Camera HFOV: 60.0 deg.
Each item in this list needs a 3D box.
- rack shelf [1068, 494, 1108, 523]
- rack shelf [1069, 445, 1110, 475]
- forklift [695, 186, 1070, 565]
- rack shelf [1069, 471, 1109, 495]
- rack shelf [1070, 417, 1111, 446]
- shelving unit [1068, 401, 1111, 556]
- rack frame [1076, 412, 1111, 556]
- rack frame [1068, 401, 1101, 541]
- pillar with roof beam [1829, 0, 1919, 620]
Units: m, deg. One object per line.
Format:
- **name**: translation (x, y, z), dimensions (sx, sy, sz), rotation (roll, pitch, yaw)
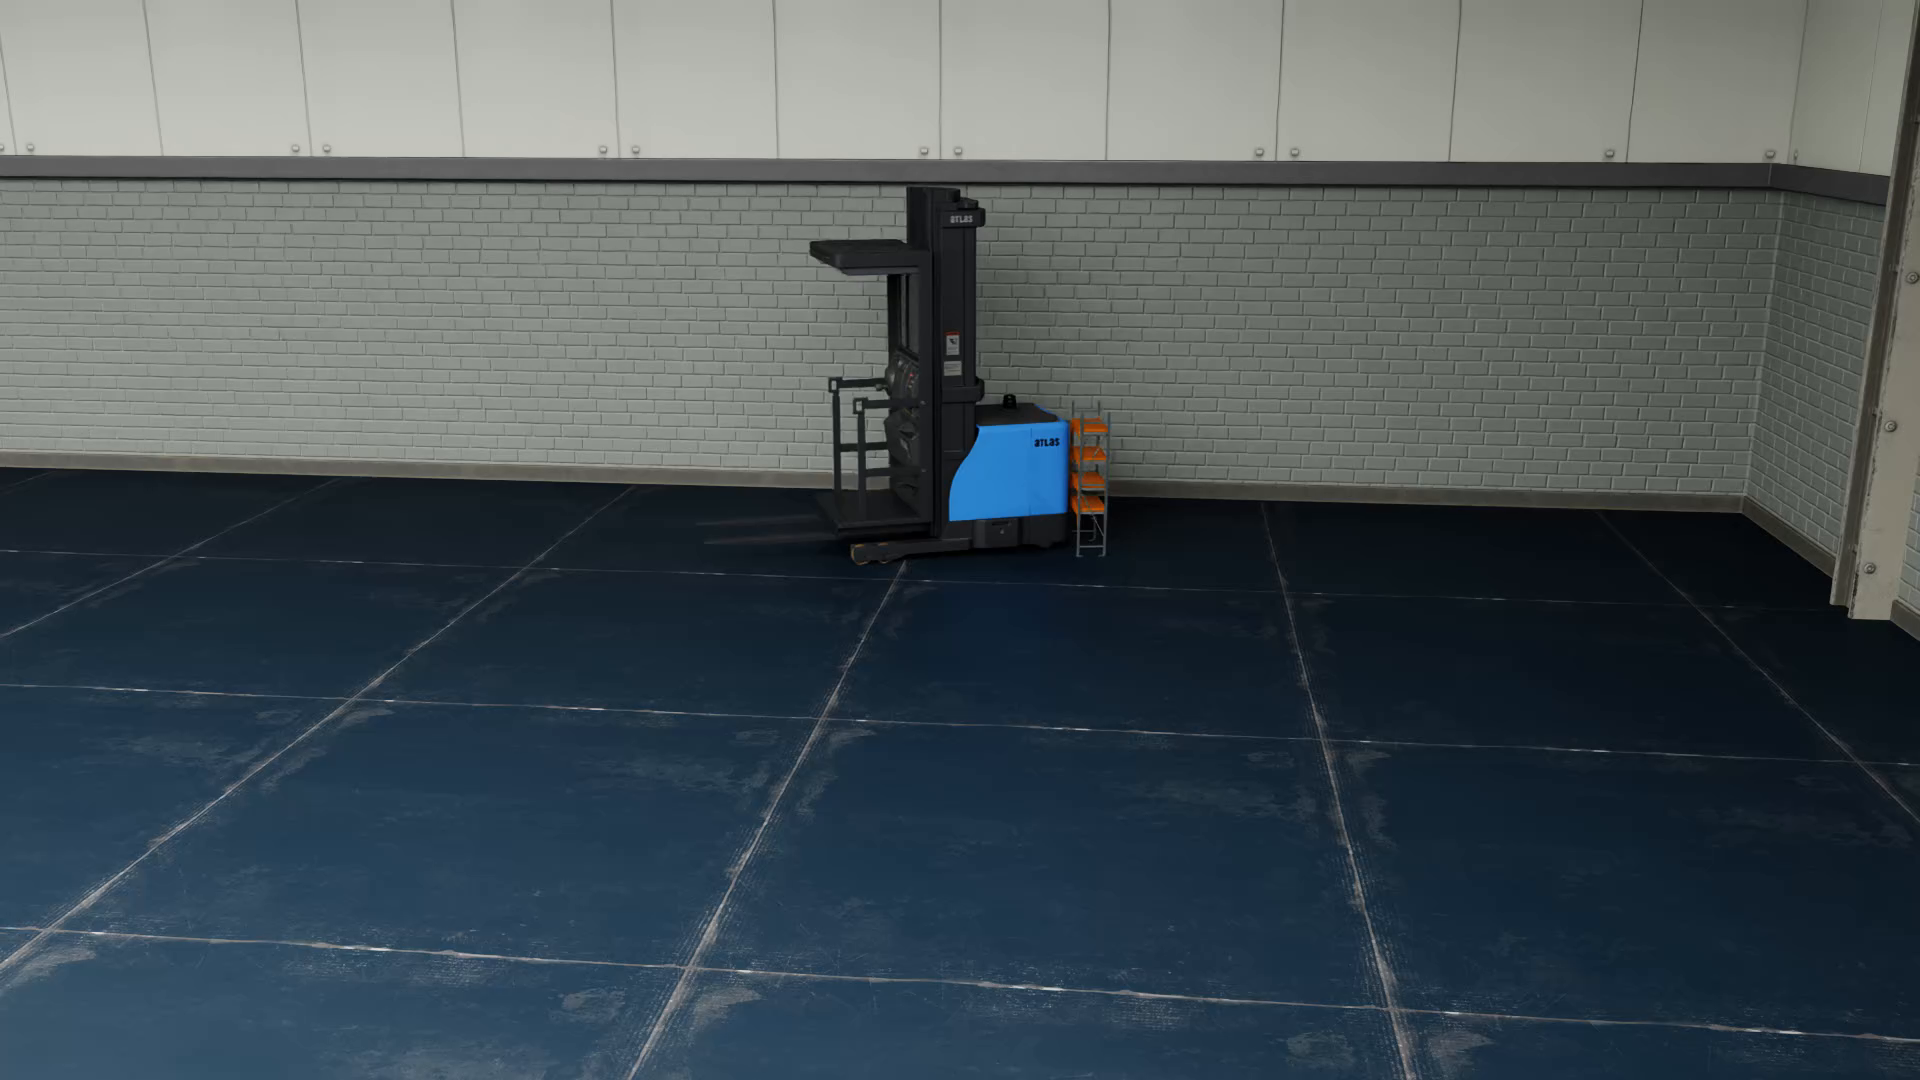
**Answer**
- **rack shelf**: translation (1.061, -0.254, 13.815), dimensions (0.258, 0.148, 0.480), rotation (-1, 15, -5)
- **rack shelf**: translation (1.065, -0.662, 13.705), dimensions (0.258, 0.148, 0.480), rotation (-1, 15, -5)
- **forklift**: translation (-0.661, -1.364, 13.591), dimensions (3.031, 2.935, 1.130), rotation (-4, 16, -15)
- **rack shelf**: translation (1.063, -0.446, 13.763), dimensions (0.258, 0.148, 0.480), rotation (-1, 15, -5)
- **rack shelf**: translation (1.068, -0.890, 13.644), dimensions (0.258, 0.148, 0.480), rotation (-1, 15, -5)
- **shelving unit**: translation (1.064, -0.511, 13.746), dimensions (0.258, 1.200, 0.503), rotation (-1, 15, -5)
- **rack frame**: translation (1.084, -0.447, 13.511), dimensions (0.240, 1.200, 0.015), rotation (-1, 15, -5)
- **rack frame**: translation (1.043, -0.574, 13.981), dimensions (0.240, 1.200, 0.015), rotation (-1, 15, -5)
- **pillar with roof beam**: translation (2.352, -3.948, 11.523), dimensions (9.100, 9.000, 0.400), rotation (2, 15, 6)
